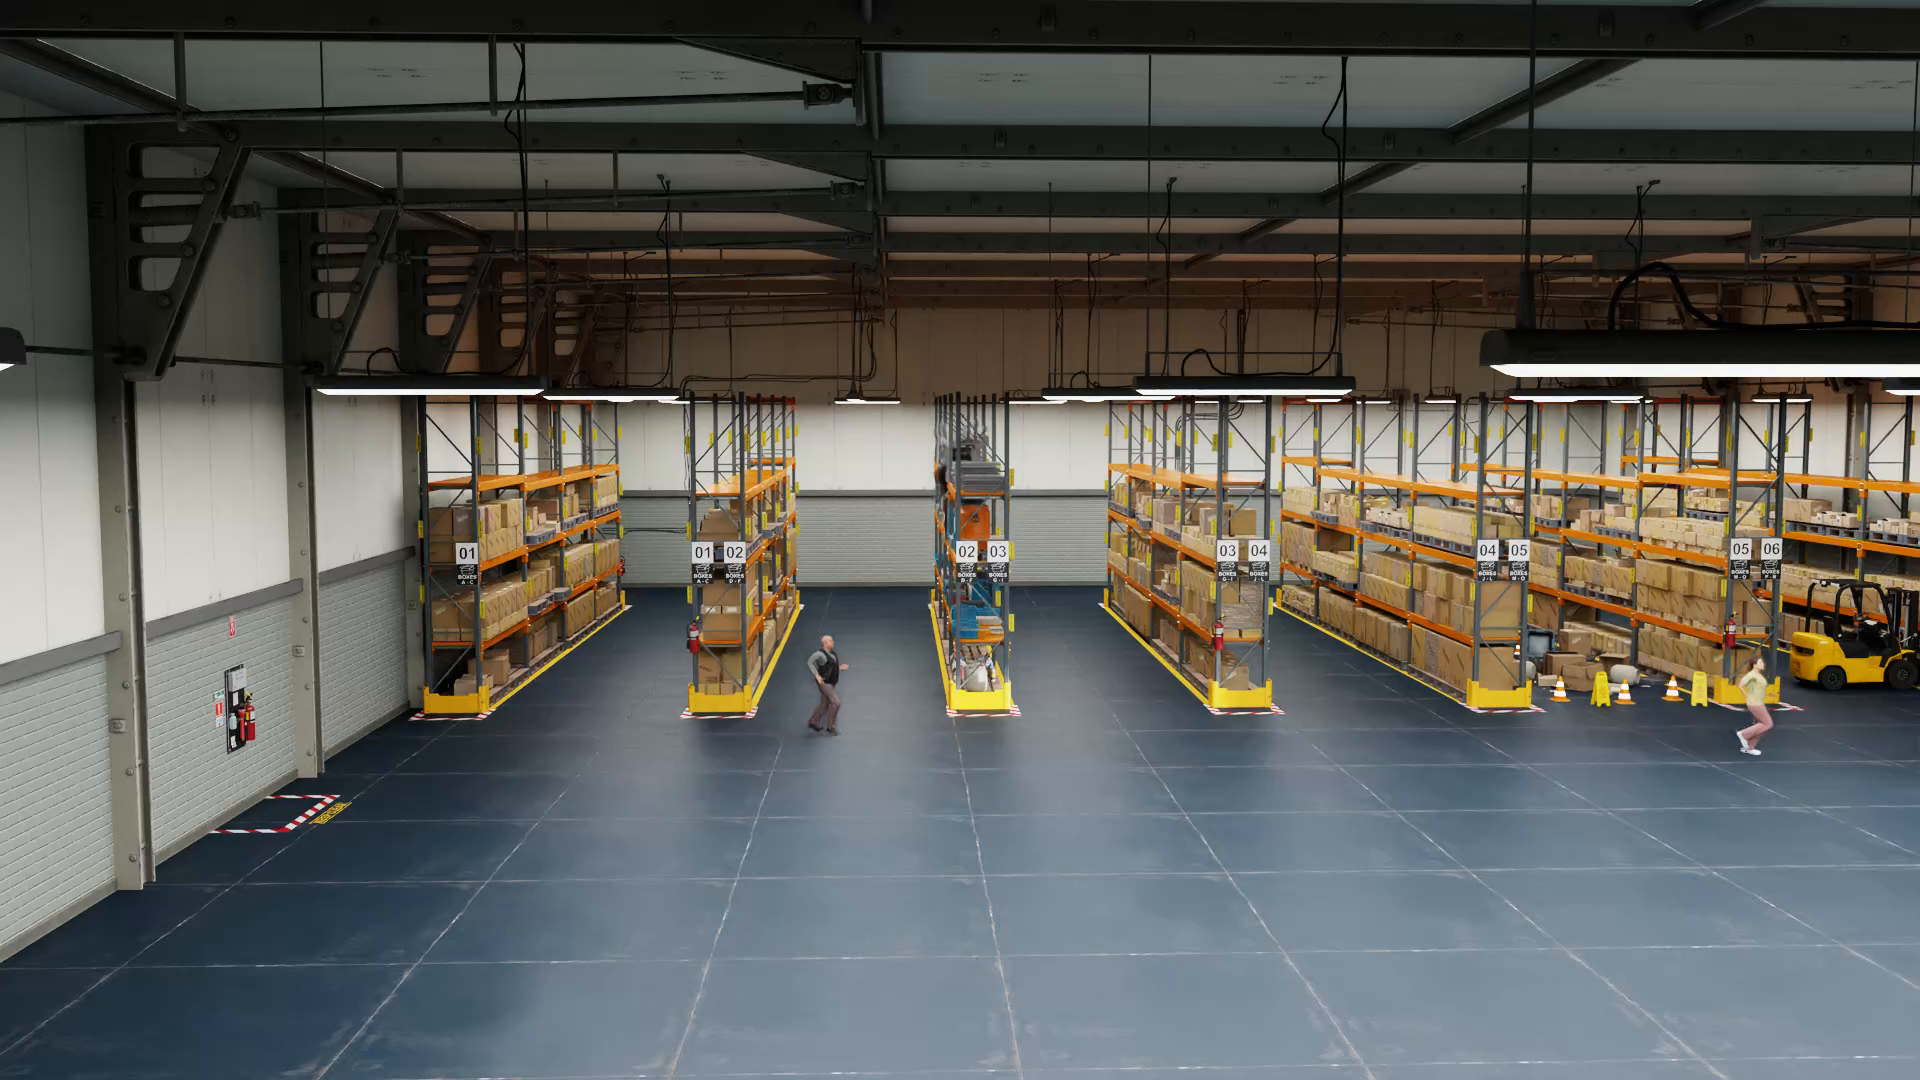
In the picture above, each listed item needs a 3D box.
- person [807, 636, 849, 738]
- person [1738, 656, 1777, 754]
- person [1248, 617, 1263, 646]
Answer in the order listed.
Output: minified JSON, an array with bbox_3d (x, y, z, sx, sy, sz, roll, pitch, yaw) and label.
[{"bbox_3d":[-2.317,2.553,28.984,0.779,1.783,0.638,2,5,20],"label":"person"},{"bbox_3d":[13.127,2.719,27.360,0.537,1.630,0.573,4,6,40],"label":"person"},{"bbox_3d":[6.987,1.675,39.486,0.667,1.737,0.605,-1,5,-8],"label":"person"}]
